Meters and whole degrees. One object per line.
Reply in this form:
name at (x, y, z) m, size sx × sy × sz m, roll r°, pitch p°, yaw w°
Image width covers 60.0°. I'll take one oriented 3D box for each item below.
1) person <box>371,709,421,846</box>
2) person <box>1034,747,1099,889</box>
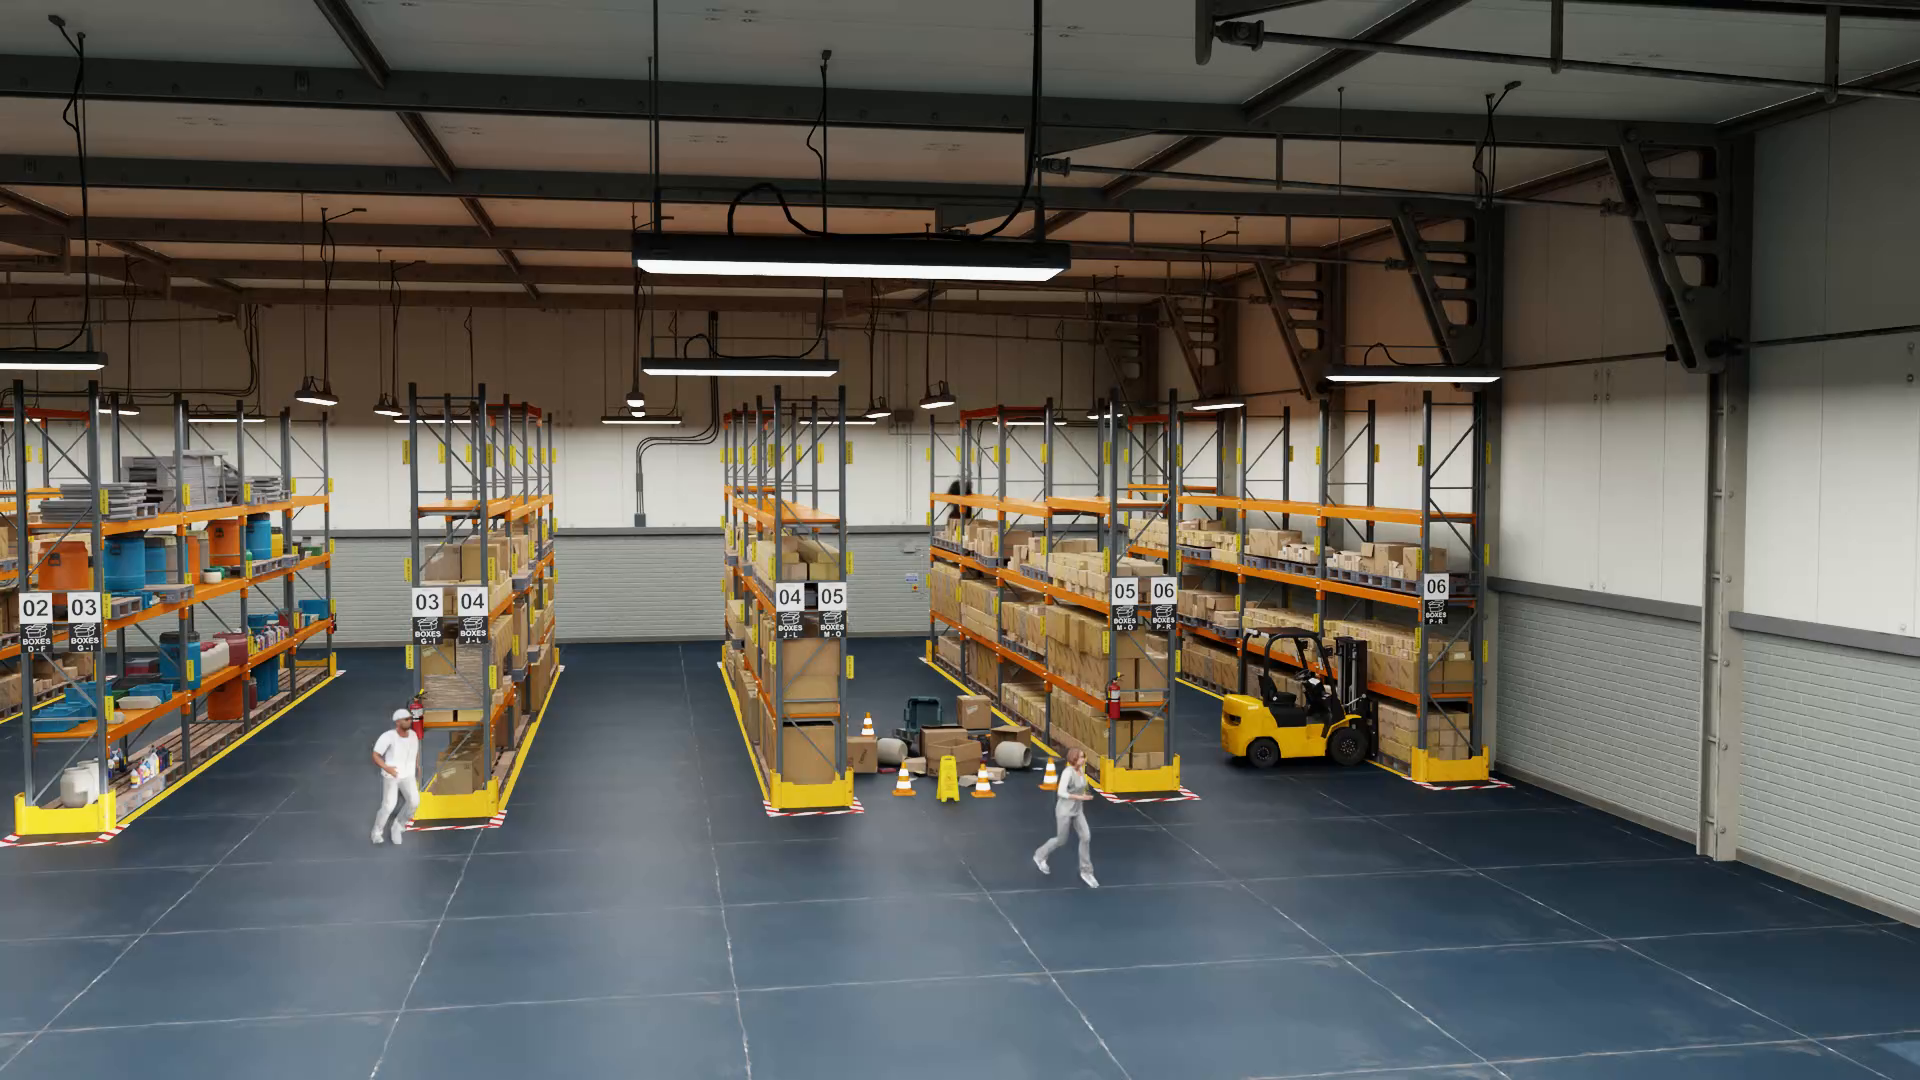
person at (-7.224, 3.053, 21.477) m, size 0.625 × 1.734 × 0.765 m, roll 2°, pitch 4°, yaw 40°
person at (1.254, 3.218, 19.474) m, size 0.897 × 1.615 × 0.562 m, roll 2°, pitch 4°, yaw 34°
